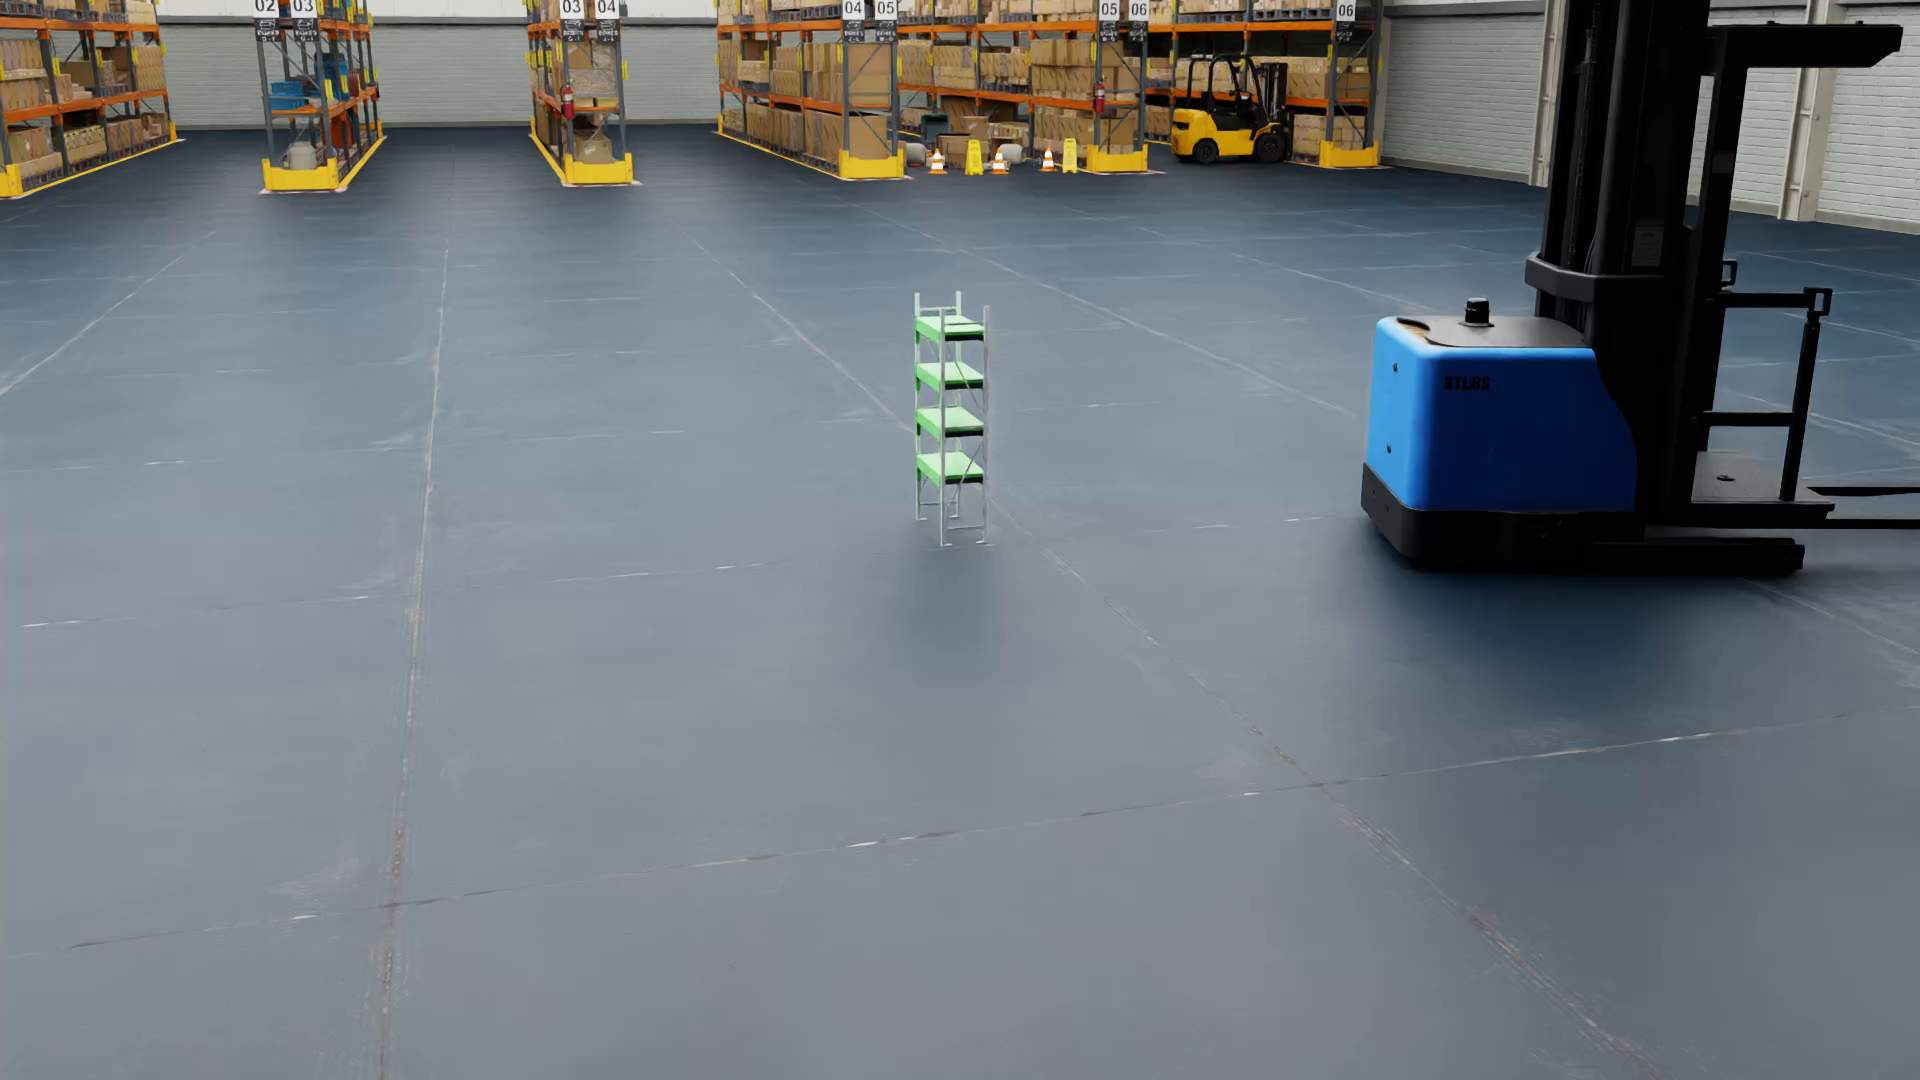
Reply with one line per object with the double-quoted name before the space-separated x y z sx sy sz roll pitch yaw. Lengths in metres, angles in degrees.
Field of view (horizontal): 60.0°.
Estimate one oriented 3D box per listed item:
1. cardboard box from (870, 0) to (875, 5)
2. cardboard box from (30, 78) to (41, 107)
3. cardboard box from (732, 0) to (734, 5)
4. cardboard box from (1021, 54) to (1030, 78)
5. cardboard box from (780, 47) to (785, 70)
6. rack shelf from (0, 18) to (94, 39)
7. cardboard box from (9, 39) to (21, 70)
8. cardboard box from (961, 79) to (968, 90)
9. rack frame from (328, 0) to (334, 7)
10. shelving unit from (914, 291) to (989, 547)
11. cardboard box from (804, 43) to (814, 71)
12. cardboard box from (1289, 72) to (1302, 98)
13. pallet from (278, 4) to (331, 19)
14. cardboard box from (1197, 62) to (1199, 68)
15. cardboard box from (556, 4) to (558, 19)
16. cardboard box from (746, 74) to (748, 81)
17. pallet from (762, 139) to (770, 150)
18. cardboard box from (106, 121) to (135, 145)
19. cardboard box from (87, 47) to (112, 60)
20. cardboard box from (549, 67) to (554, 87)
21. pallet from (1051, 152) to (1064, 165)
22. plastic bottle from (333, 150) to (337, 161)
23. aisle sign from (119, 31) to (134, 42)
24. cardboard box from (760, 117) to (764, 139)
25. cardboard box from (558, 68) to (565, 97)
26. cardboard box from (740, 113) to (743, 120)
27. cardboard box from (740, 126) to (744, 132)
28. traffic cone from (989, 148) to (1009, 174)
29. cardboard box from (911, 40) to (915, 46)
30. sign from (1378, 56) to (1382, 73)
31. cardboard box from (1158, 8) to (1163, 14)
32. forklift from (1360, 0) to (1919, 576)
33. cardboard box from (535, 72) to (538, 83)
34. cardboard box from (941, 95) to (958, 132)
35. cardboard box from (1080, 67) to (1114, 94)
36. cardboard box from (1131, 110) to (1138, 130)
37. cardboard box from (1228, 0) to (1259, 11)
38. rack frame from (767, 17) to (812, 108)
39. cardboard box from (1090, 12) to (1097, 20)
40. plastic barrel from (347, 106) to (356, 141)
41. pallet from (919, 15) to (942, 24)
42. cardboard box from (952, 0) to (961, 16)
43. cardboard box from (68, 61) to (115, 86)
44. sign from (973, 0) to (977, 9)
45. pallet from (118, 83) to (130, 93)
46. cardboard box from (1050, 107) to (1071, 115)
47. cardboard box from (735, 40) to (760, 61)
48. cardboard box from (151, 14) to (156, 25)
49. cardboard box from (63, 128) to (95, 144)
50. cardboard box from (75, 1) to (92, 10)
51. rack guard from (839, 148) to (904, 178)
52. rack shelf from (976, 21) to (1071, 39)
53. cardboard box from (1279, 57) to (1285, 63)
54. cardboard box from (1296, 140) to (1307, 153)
"cardboard box" -1.437 -9.890 30.481 0.380 0.149 0.250 -5 17 -15
"cardboard box" -16.794 -7.945 29.512 0.700 0.500 0.500 -5 17 -16
"cardboard box" -5.592 -13.671 42.236 0.380 0.149 0.250 -5 18 -17
"cardboard box" 1.634 -10.231 35.877 0.500 0.500 0.500 -5 17 -16
"cardboard box" -3.595 -10.679 36.878 0.700 0.500 0.500 -5 17 -16
"rack shelf" -17.623 -9.810 31.931 1.077 0.370 4.000 -5 17 -15
"cardboard box" -16.531 -8.295 28.423 0.700 0.500 0.500 -5 17 -15
"cardboard box" 0.338 -11.024 40.199 0.500 0.250 0.500 -4 17 -14
"rack frame" -12.309 -11.428 30.855 1.000 3.000 0.127 -5 17 -15
"shelving unit" -0.045 -0.620 8.432 0.258 1.200 0.503 -5 17 -15
"cardboard box" -2.682 -9.795 33.708 0.875 0.550 0.550 -5 17 -15
"cardboard box" 7.190 -9.466 34.578 0.500 0.500 0.500 -5 17 -16
"pallet" -11.343 -9.031 28.418 1.003 0.211 1.213 -5 17 -15
"cardboard box" 5.810 -11.196 39.208 0.380 0.149 0.250 -5 17 -15
"cardboard box" -6.964 -9.456 29.764 0.500 0.250 0.500 -5 17 -15
"cardboard box" -4.919 -11.098 39.892 0.380 0.149 0.250 -5 17 -16
"pallet" -4.063 -9.298 39.039 1.003 0.211 1.213 -5 17 -15
"cardboard box" -18.595 -9.001 36.783 0.500 0.500 0.500 -4 17 -15
"cardboard box" -19.659 -11.023 38.024 0.500 0.500 0.500 -5 17 -15
"cardboard box" -8.112 -9.669 34.518 0.797 0.503 0.637 -3 17 -10
"pallet" 2.539 -7.873 34.296 1.003 0.211 1.213 -5 17 -15
"plastic bottle" -11.673 -7.118 30.905 0.152 0.276 0.135 -4 17 -14
"aisle sign" -20.672 -12.724 41.080 0.394 0.787 0.004 -5 17 -15
"cardboard box" -4.421 -9.726 39.233 0.500 0.500 0.500 -4 17 -13
"cardboard box" -6.825 -8.314 30.224 0.875 0.500 0.500 -5 17 -15
"cardboard box" -5.405 -10.790 42.349 0.380 0.149 0.250 -4 17 -15
"cardboard box" -5.384 -10.441 42.222 0.380 0.149 0.250 -4 17 -15
"traffic cone" 0.748 -7.244 31.763 0.336 0.463 0.334 -5 17 -15
"cardboard box" -1.099 -13.334 44.590 0.380 0.149 0.250 -5 17 -17
"sign" 8.388 -9.512 33.261 0.100 0.325 0.005 -5 17 -15
"cardboard box" 5.114 -13.078 41.129 0.380 0.149 0.250 -5 17 -15
"forklift" 3.630 -1.388 7.979 3.031 2.935 1.130 0 17 1
"cardboard box" -10.119 -11.331 40.705 0.500 0.250 0.500 -5 17 -16
"cardboard box" 0.030 -10.961 42.692 0.875 0.875 0.875 -4 17 -14
"cardboard box" 2.667 -8.942 32.317 0.500 0.500 0.500 -5 17 -16
"cardboard box" 4.760 -10.904 43.153 0.500 0.500 0.500 -5 17 -17
"cardboard box" 6.320 -11.947 37.049 0.500 0.311 0.500 -5 18 -17
"rack frame" -3.849 -10.417 37.917 1.000 3.000 0.127 -5 17 -15
"cardboard box" 2.714 -10.016 31.806 0.380 0.149 0.250 -5 17 -15
"plastic barrel" -14.180 -9.616 38.169 0.600 0.901 0.708 -5 17 -15
"pallet" -0.432 -13.564 43.334 1.003 0.211 1.213 -5 17 -15
"cardboard box" 0.119 -12.987 40.354 0.500 0.500 0.500 -5 17 -15
"cardboard box" -18.521 -9.953 35.469 0.700 0.500 0.500 -1 17 -5
"sign" 0.346 -12.517 38.658 0.100 0.325 0.005 -5 17 -15
"pallet" -19.157 -10.056 37.048 1.003 0.211 1.213 -5 17 -15
"cardboard box" 2.080 -8.844 34.299 0.380 0.149 0.250 -4 17 -12
"cardboard box" -5.338 -12.301 41.762 0.500 0.500 0.500 -5 18 -17
"cardboard box" -19.976 -12.727 40.654 0.500 0.250 0.500 -5 17 -15
"cardboard box" -17.506 -8.015 32.996 0.500 0.311 0.500 -5 17 -16
"cardboard box" -18.324 -10.873 34.048 0.910 0.500 0.500 -5 17 -15
"rack guard" -1.644 -7.000 30.888 1.175 0.500 0.348 -5 17 -15
"rack shelf" 1.432 -11.375 37.144 1.077 0.370 4.000 -5 17 -15
"cardboard box" 6.986 -10.163 35.252 0.380 0.149 0.250 -5 17 -15
"cardboard box" 7.292 -8.145 34.402 0.500 0.250 0.500 -5 17 -15
